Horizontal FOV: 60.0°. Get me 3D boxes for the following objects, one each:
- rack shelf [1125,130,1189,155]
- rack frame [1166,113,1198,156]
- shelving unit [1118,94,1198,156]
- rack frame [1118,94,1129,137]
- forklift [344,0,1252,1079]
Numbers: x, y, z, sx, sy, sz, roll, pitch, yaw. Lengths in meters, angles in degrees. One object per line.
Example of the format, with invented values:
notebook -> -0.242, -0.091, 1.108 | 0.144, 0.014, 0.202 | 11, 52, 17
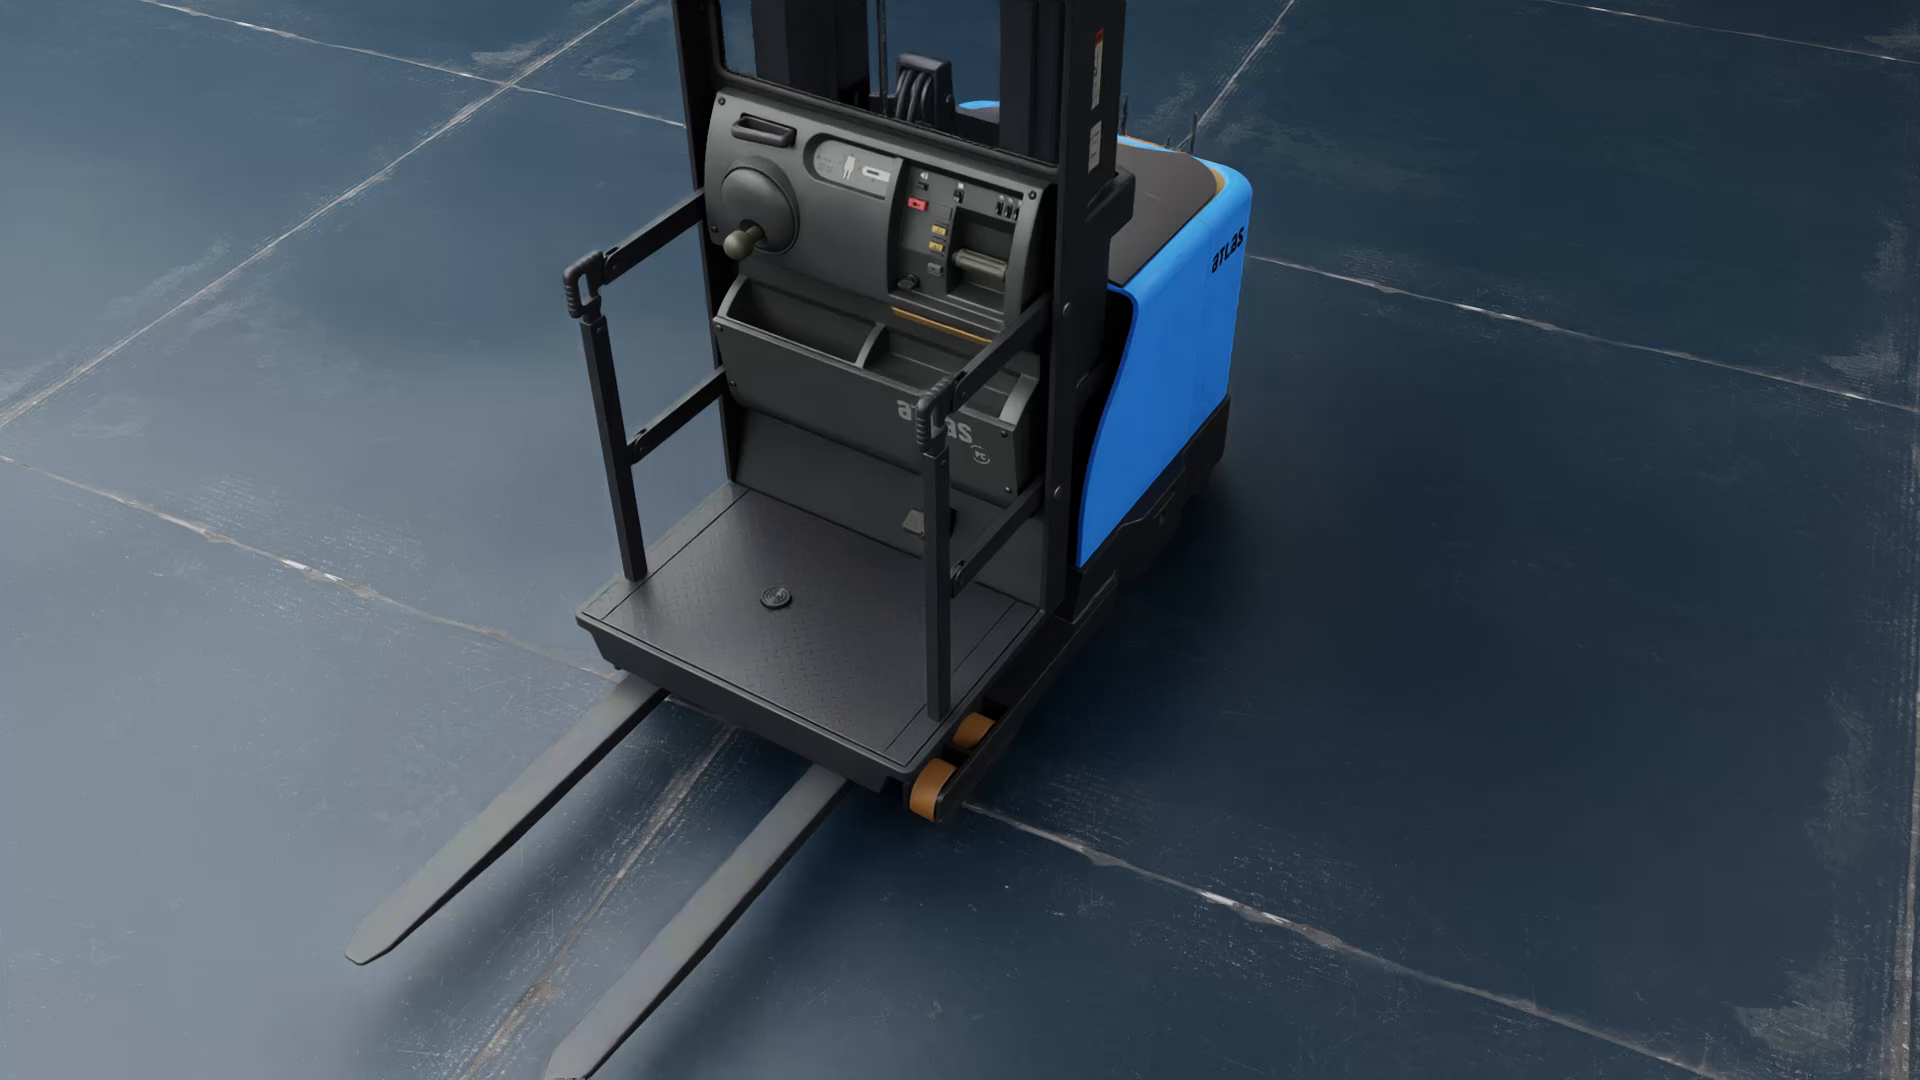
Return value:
rack shelf -> 0.578, -1.127, 5.326 | 0.240, 0.259, 0.215 | 23, 44, 24
rack frame -> 0.676, -0.873, 5.450 | 0.008, 1.050, 0.200 | 23, 44, 24
shelving unit -> 0.573, -0.916, 5.499 | 0.252, 1.050, 0.215 | 23, 44, 24
rack frame -> 0.470, -0.959, 5.549 | 0.008, 1.050, 0.200 | 23, 44, 24
forklift -> -0.334, -0.717, 3.839 | 1.130, 2.935, 3.031 | 22, 46, 23
